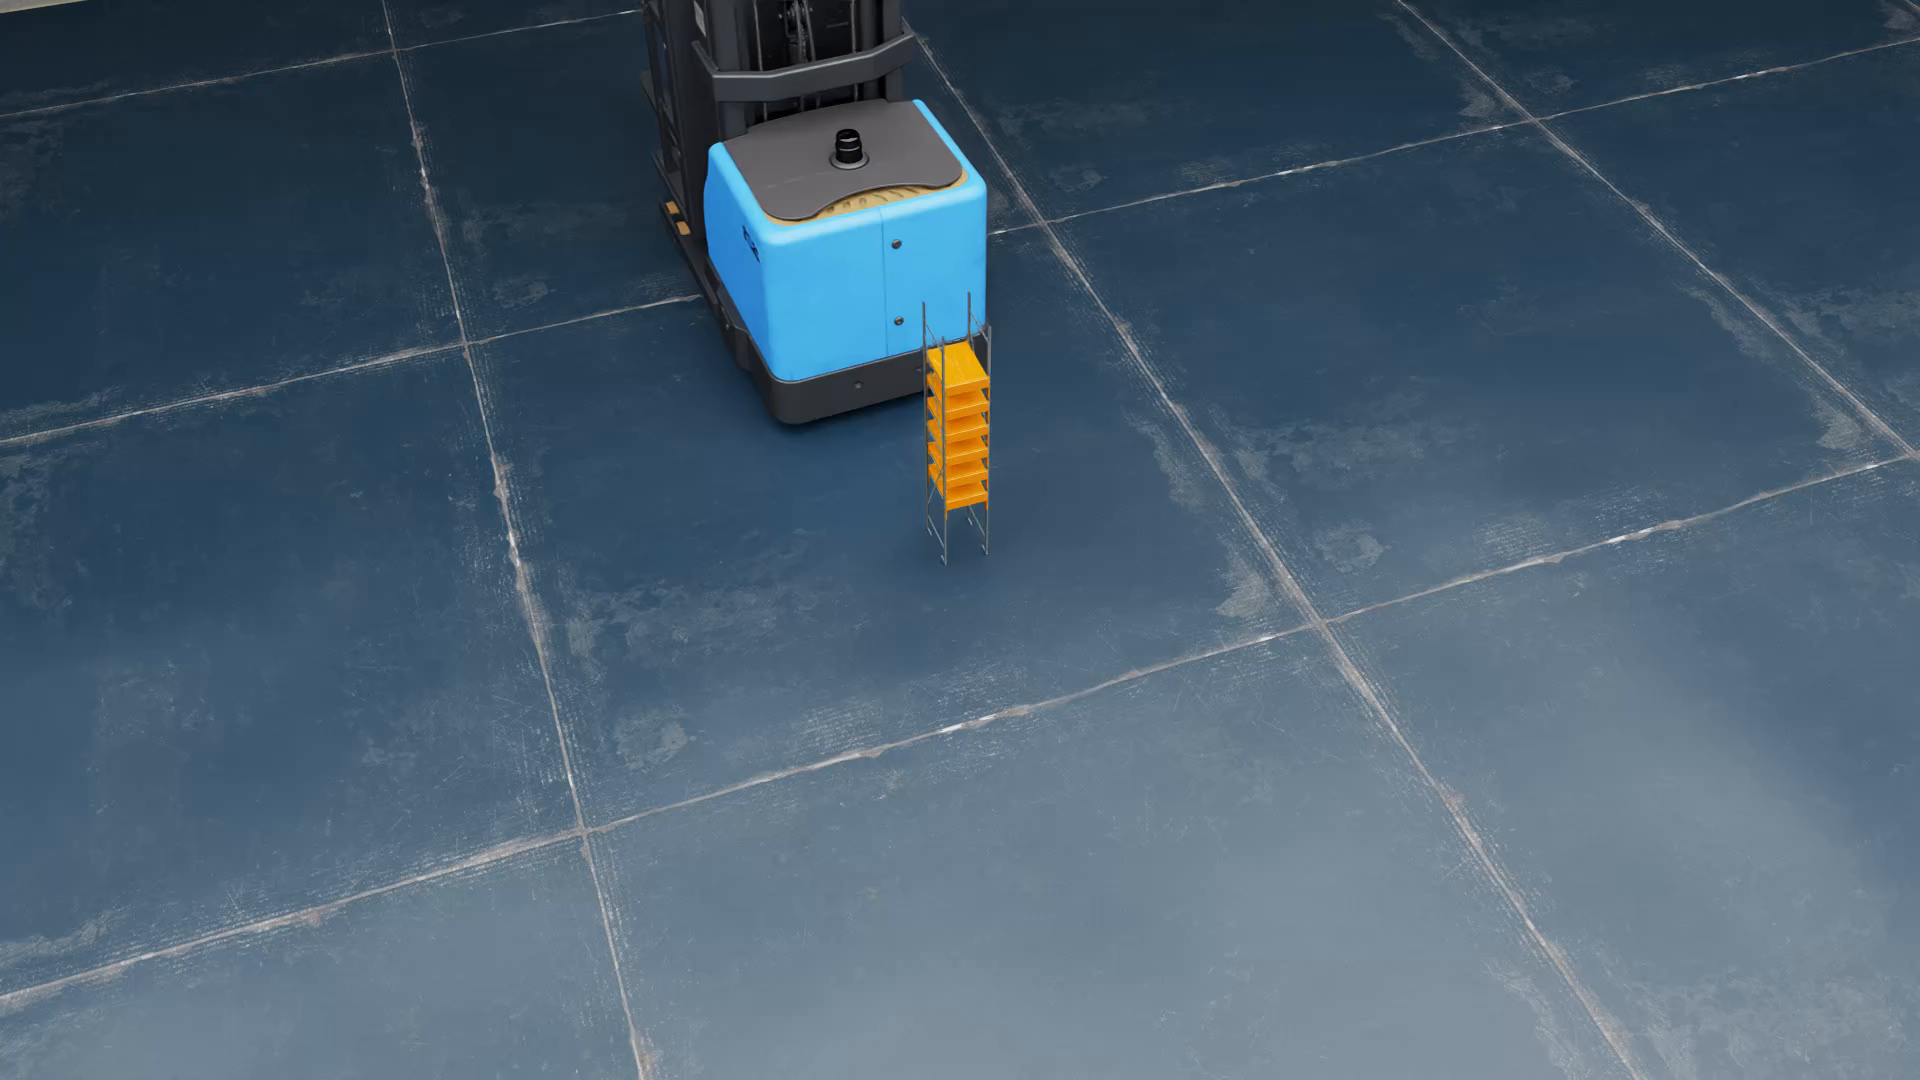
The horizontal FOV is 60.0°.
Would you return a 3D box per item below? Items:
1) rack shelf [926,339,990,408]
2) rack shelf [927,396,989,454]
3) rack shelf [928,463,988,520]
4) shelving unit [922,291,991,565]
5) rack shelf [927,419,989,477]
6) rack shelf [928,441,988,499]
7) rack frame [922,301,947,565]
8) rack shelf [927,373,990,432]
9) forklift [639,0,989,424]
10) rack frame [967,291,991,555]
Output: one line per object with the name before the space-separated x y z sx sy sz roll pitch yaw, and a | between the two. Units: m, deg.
rack shelf | -0.014 -0.643 6.407 0.180 0.103 0.258 -14 47 -14
rack shelf | -0.014 -0.473 6.577 0.180 0.103 0.258 -14 47 -14
rack shelf | -0.014 -0.219 6.832 0.180 0.103 0.258 -14 47 -14
shelving unit | -0.014 -0.420 6.631 0.189 1.200 0.258 -14 47 -14
rack shelf | -0.014 -0.389 6.662 0.180 0.103 0.258 -14 47 -14
rack shelf | -0.014 -0.304 6.747 0.180 0.103 0.258 -14 47 -14
rack frame | -0.100 -0.398 6.609 0.006 1.200 0.240 -14 47 -14
rack shelf | -0.014 -0.558 6.492 0.180 0.103 0.258 -14 47 -14
forklift | -0.908 -2.612 7.594 1.130 2.935 3.031 -17 47 -16
rack frame | 0.072 -0.442 6.653 0.006 1.200 0.240 -14 47 -14
